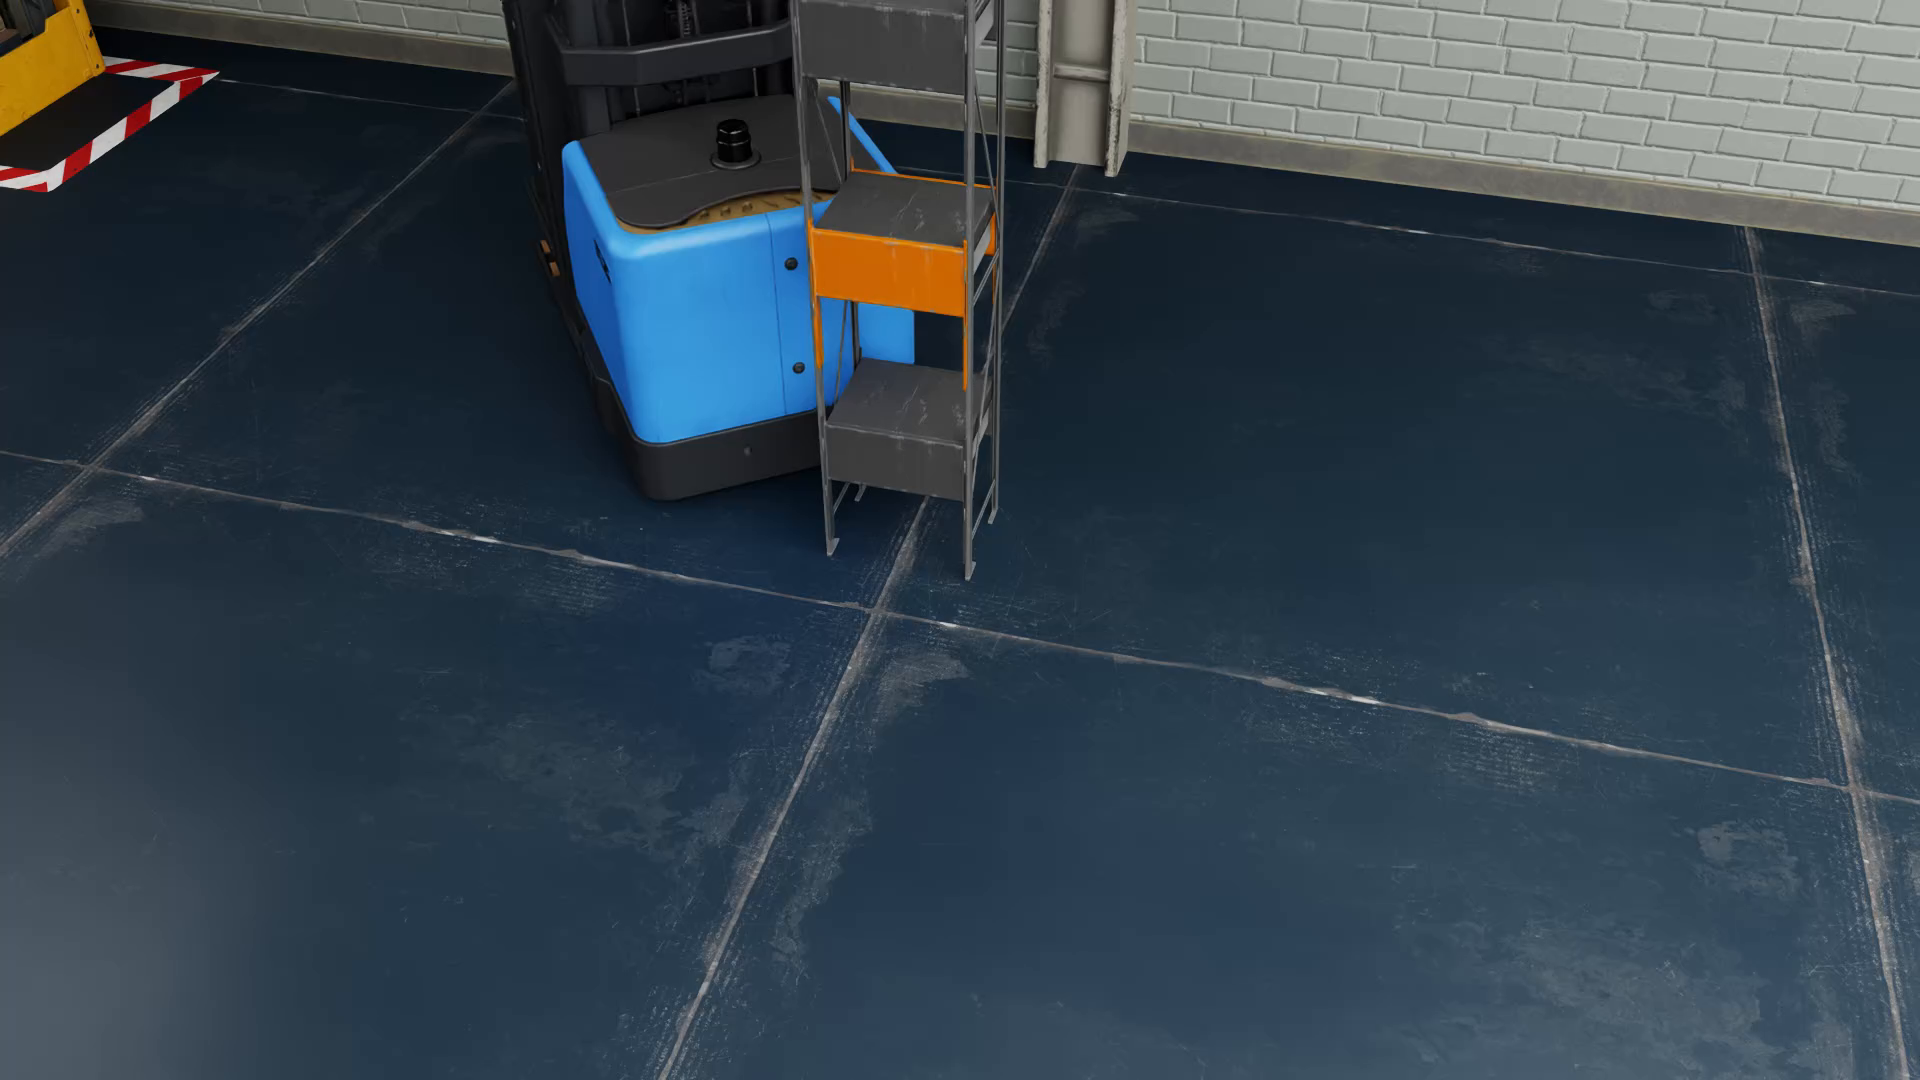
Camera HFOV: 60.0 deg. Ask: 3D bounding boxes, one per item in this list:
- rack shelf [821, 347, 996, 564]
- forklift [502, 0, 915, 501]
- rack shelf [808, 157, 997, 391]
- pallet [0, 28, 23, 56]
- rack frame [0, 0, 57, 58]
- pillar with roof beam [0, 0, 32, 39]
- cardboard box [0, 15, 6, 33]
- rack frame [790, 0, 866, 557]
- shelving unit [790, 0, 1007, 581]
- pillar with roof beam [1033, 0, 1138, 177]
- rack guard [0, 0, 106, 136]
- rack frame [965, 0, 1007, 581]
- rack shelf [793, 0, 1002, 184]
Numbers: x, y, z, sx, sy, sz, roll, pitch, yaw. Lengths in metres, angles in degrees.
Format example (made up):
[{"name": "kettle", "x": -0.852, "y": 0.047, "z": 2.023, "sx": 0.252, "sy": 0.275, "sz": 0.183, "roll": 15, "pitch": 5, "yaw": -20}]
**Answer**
[{"name": "rack shelf", "x": -0.160, "y": -0.285, "z": 5.566, "sx": 0.480, "sy": 0.518, "sz": 0.431, "roll": 10, "pitch": 41, "yaw": 11}, {"name": "forklift", "x": -1.163, "y": -2.212, "z": 6.104, "sx": 1.130, "sy": 2.935, "sz": 3.031, "roll": -14, "pitch": 42, "yaw": -17}, {"name": "rack shelf", "x": -0.160, "y": -0.821, "z": 5.116, "sx": 0.480, "sy": 0.518, "sz": 0.431, "roll": 10, "pitch": 41, "yaw": 11}, {"name": "pallet", "x": -5.529, "y": -2.328, "z": 8.358, "sx": 1.213, "sy": 0.211, "sz": 1.003, "roll": 10, "pitch": 41, "yaw": 11}, {"name": "rack frame", "x": -4.780, "y": -3.295, "z": 7.341, "sx": 0.127, "sy": 3.000, "sz": 1.000, "roll": 10, "pitch": 41, "yaw": 11}, {"name": "pillar with roof beam", "x": -6.332, "y": -3.593, "z": 3.032, "sx": 0.400, "sy": 9.000, "sz": 9.100, "roll": 10, "pitch": 41, "yaw": 11}, {"name": "cardboard box", "x": -5.204, "y": -2.606, "z": 8.332, "sx": 0.500, "sy": 0.250, "sz": 0.500, "roll": 10, "pitch": 41, "yaw": 12}, {"name": "rack frame", "x": -0.396, "y": -0.872, "z": 5.156, "sx": 0.015, "sy": 2.100, "sz": 0.400, "roll": 10, "pitch": 41, "yaw": 11}, {"name": "shelving unit", "x": -0.160, "y": -0.832, "z": 5.108, "sx": 0.503, "sy": 2.100, "sz": 0.431, "roll": 10, "pitch": 41, "yaw": 11}, {"name": "pillar with roof beam", "x": -0.536, "y": -2.596, "z": 1.844, "sx": 0.400, "sy": 9.000, "sz": 9.100, "roll": 10, "pitch": 41, "yaw": 11}, {"name": "rack guard", "x": -4.757, "y": -2.334, "z": 8.140, "sx": 0.348, "sy": 0.500, "sz": 1.175, "roll": 10, "pitch": 41, "yaw": 11}, {"name": "rack frame", "x": 0.076, "y": -0.791, "z": 5.059, "sx": 0.015, "sy": 2.100, "sz": 0.400, "roll": 10, "pitch": 41, "yaw": 11}, {"name": "rack shelf", "x": -0.160, "y": -1.357, "z": 4.666, "sx": 0.480, "sy": 0.518, "sz": 0.431, "roll": 10, "pitch": 41, "yaw": 11}]
